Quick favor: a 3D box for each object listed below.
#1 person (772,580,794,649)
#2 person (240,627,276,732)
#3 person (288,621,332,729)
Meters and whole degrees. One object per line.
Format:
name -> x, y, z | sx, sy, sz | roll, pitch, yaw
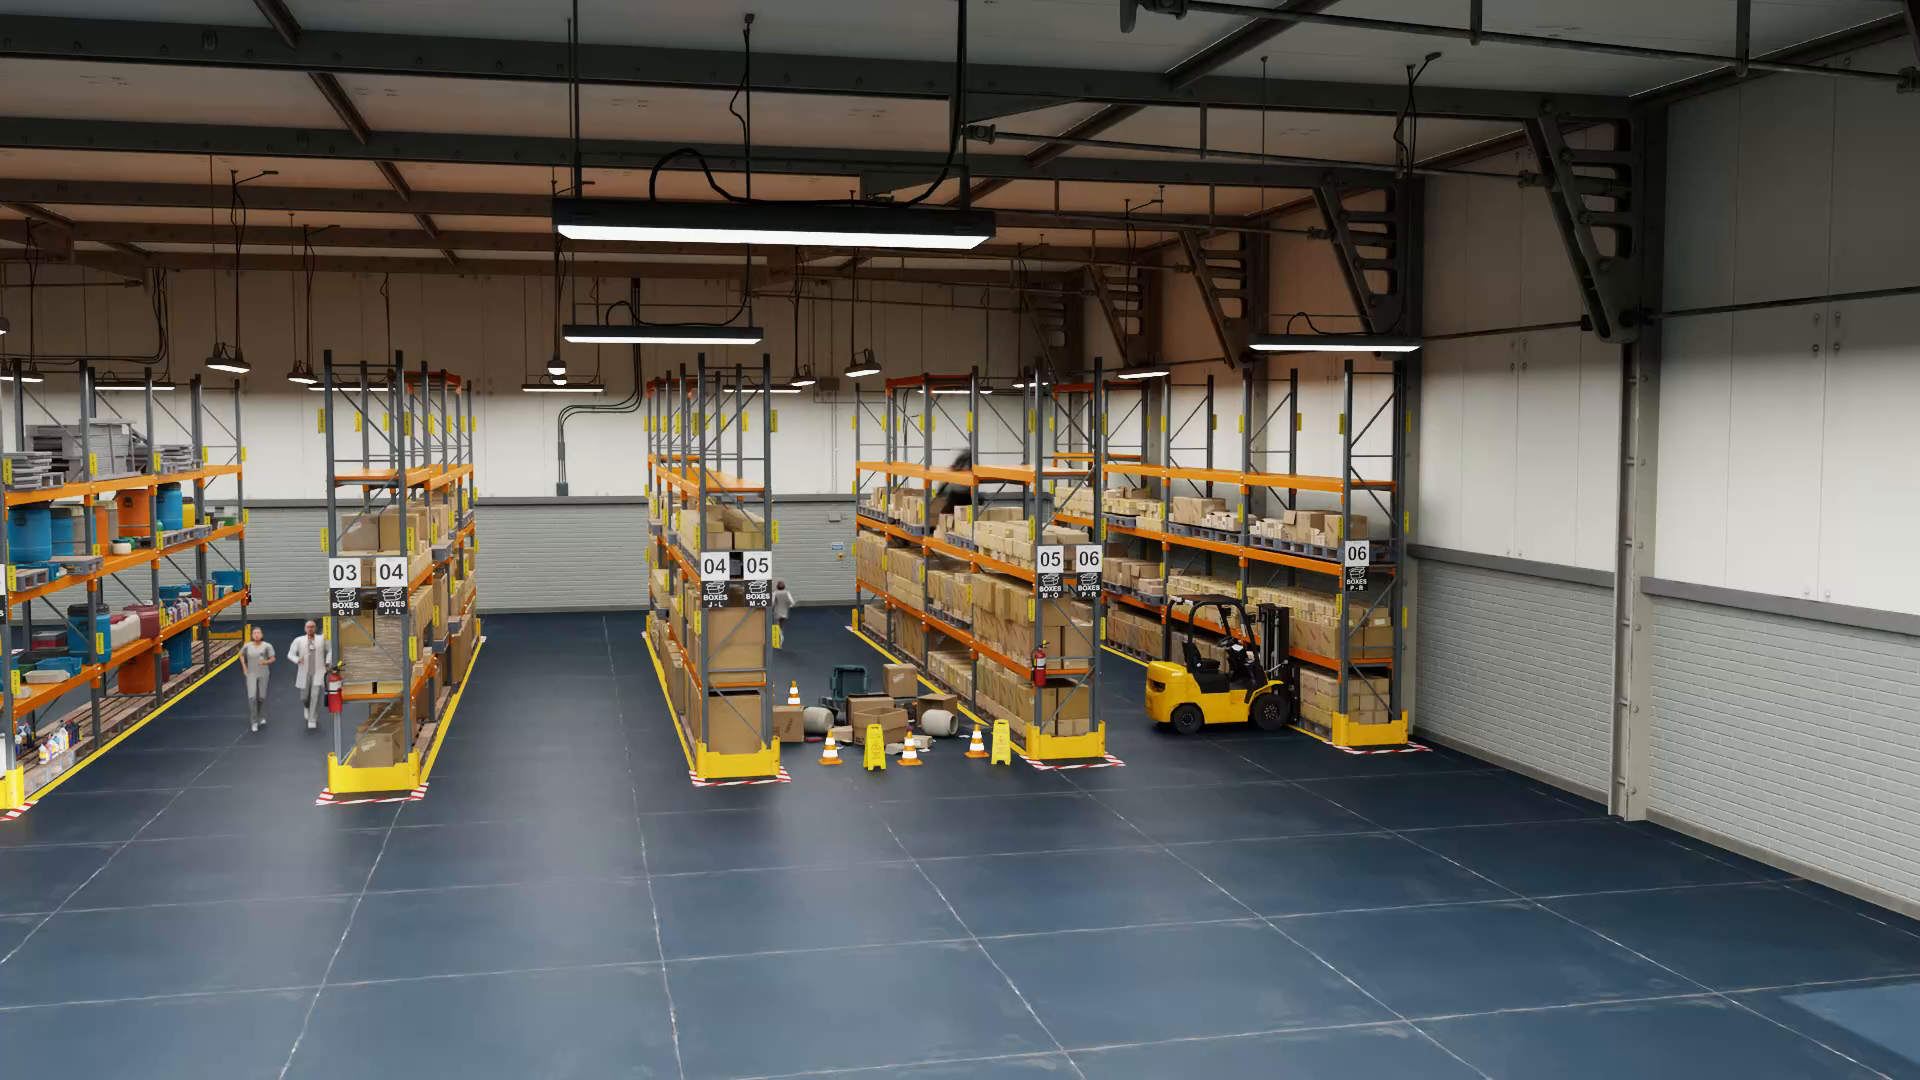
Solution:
person -> -3.950, 1.663, 36.826 | 0.541, 1.552, 0.665 | -2, 4, -21
person -> -11.544, 2.277, 27.342 | 0.555, 1.727, 0.683 | -1, 4, -20
person -> -10.744, 2.207, 27.555 | 0.718, 1.744, 0.834 | -1, 4, -19
